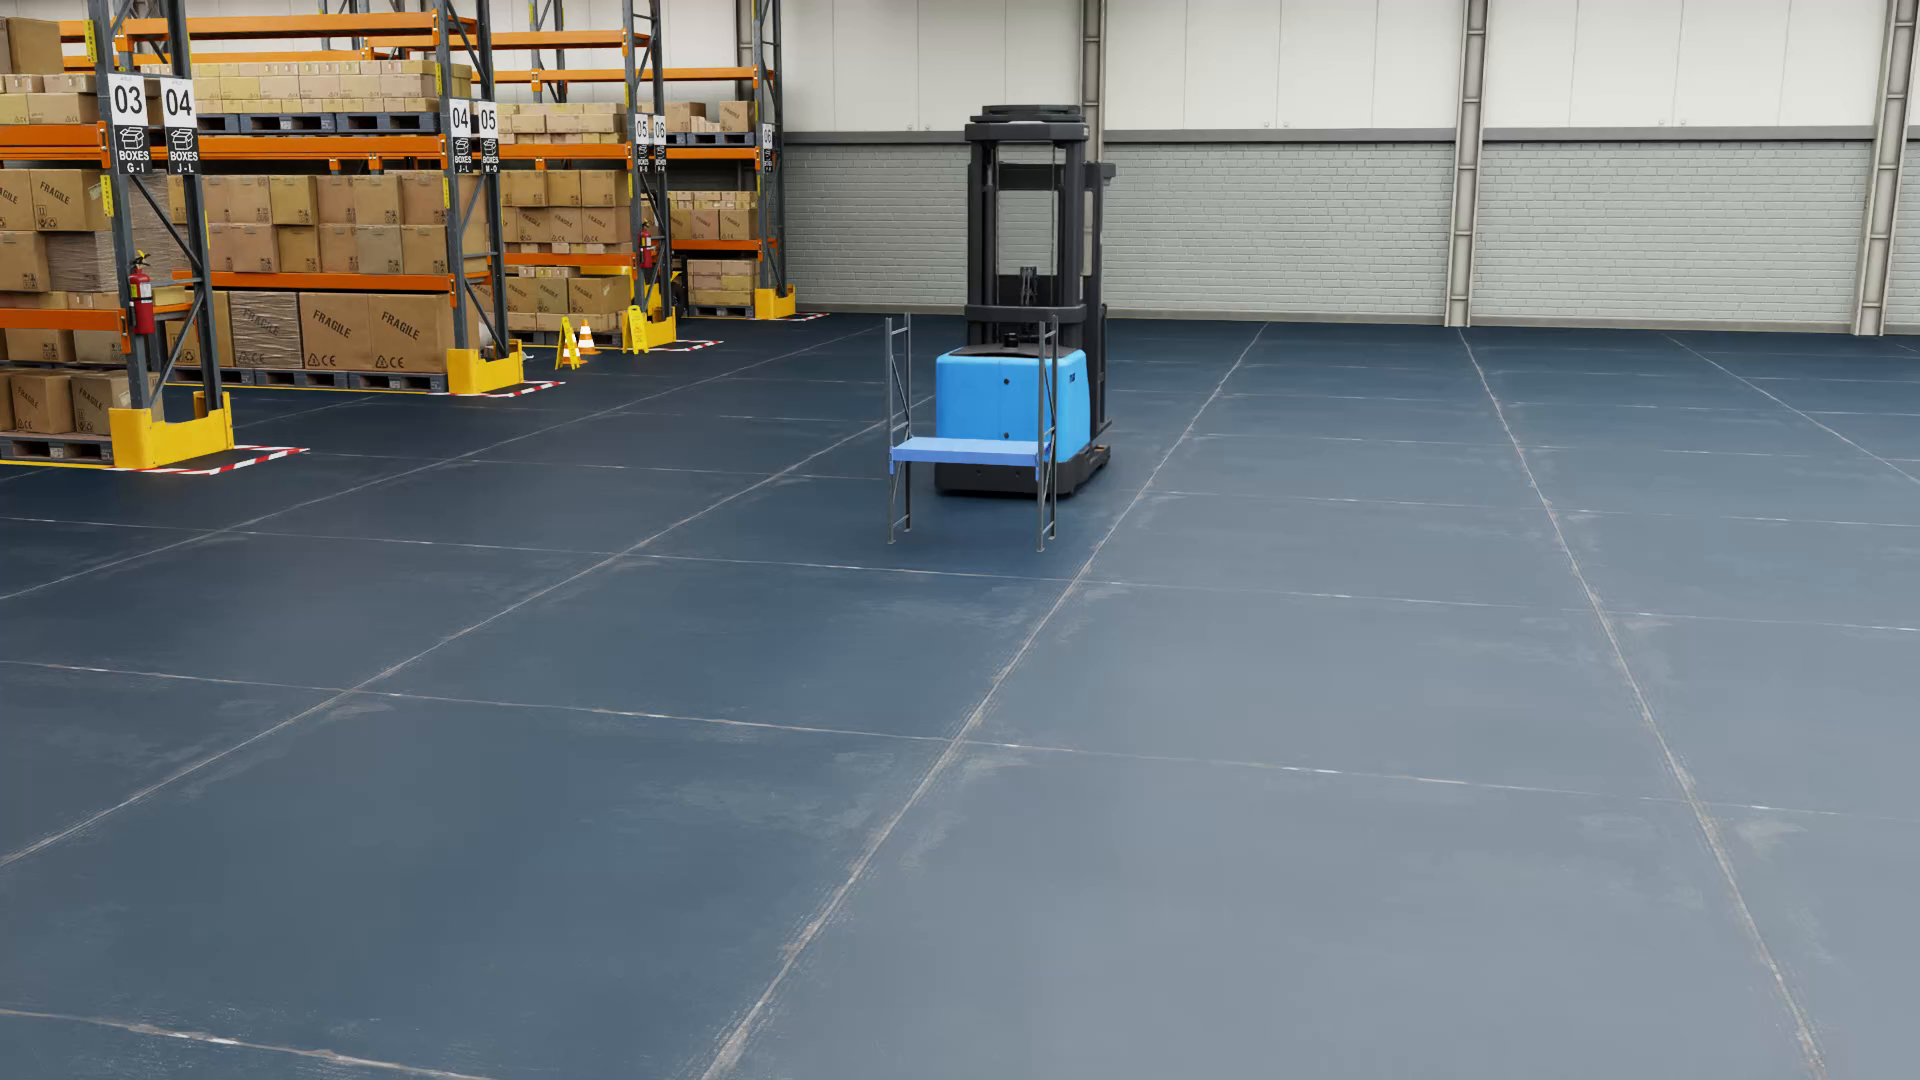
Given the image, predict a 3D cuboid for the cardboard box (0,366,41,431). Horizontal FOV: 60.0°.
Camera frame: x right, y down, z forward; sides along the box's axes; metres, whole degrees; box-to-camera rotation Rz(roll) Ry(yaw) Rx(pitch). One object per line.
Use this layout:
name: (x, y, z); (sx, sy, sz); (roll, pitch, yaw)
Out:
cardboard box: (-8.545, -1.263, 14.800); (0.500, 0.500, 0.500); (4, 13, 19)

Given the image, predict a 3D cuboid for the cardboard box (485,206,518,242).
cardboard box: (-6.427, -4.514, 23.735); (0.500, 0.500, 0.500); (3, 13, 14)

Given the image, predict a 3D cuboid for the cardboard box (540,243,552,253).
cardboard box: (-5.779, -4.175, 23.705); (0.250, 0.149, 0.380); (3, 13, 14)

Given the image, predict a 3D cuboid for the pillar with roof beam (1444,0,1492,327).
pillar with roof beam: (6.968, -6.936, 21.720); (0.400, 9.000, 9.100); (3, 13, 14)

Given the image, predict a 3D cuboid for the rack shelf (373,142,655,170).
rack shelf: (-6.318, -5.483, 23.755); (4.000, 0.370, 1.077); (3, 13, 14)

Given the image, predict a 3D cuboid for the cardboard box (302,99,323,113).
cardboard box: (-7.102, -4.827, 18.519); (0.250, 0.149, 0.380); (3, 13, 14)

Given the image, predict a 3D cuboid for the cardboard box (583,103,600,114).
cardboard box: (-5.017, -5.974, 23.046); (0.250, 0.149, 0.380); (3, 13, 15)

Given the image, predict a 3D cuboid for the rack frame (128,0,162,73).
rack frame: (-14.841, -8.861, 30.397); (0.127, 3.000, 1.000); (3, 13, 14)

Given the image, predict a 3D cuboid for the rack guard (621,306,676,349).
rack guard: (-4.450, -3.049, 23.823); (0.348, 0.500, 1.175); (3, 13, 14)

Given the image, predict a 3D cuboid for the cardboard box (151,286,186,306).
cardboard box: (-6.970, -2.124, 14.461); (0.250, 0.149, 0.380); (3, 13, 14)

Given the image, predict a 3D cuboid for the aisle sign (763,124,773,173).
aisle sign: (-3.197, -6.514, 27.665); (0.004, 0.787, 0.394); (3, 13, 14)

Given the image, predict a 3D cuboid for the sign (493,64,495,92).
sign: (-5.325, -5.266, 18.916); (0.005, 0.325, 0.100); (3, 13, 14)

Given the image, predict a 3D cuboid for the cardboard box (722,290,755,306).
cardboard box: (-3.723, -4.130, 28.303); (0.500, 0.250, 0.500); (3, 13, 14)

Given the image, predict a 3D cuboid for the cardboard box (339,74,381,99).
cardboard box: (-6.492, -5.002, 18.389); (0.500, 0.250, 0.500); (3, 13, 14)

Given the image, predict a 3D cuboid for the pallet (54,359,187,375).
pallet: (-10.115, -2.090, 20.166); (1.213, 0.211, 1.003); (3, 13, 14)

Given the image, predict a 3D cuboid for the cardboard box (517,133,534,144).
cardboard box: (-6.026, -5.639, 23.381); (0.250, 0.149, 0.380); (3, 13, 12)

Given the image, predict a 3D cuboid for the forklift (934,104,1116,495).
forklift: (0.659, -2.046, 13.687); (1.130, 2.935, 3.031); (3, 13, 14)

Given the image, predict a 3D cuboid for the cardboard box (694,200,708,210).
cardboard box: (-4.325, -5.683, 28.194); (0.250, 0.149, 0.380); (3, 13, 13)

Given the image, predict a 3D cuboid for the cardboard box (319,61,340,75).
cardboard box: (-6.857, -5.203, 18.374); (0.250, 0.149, 0.380); (3, 13, 14)

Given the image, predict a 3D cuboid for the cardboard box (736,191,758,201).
cardboard box: (-3.589, -5.795, 28.011); (0.250, 0.149, 0.380); (3, 13, 14)

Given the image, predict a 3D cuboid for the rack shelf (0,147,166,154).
rack shelf: (-11.289, -4.644, 19.975); (4.000, 0.370, 1.077); (3, 13, 14)

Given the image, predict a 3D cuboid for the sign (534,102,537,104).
sign: (-7.195, -7.273, 28.244); (0.005, 0.325, 0.100); (3, 13, 14)

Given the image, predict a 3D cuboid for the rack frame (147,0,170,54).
rack frame: (-12.143, -7.609, 24.756); (0.127, 3.000, 1.000); (3, 13, 14)

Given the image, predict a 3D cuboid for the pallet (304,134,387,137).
pallet: (-8.834, -5.900, 24.411); (1.003, 0.211, 1.213); (3, 13, 14)

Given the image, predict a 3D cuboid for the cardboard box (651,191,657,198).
cardboard box: (-5.080, -5.873, 28.364); (0.250, 0.149, 0.380); (3, 13, 14)

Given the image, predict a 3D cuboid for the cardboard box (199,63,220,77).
cardboard box: (-8.335, -5.282, 18.730); (0.250, 0.149, 0.380); (3, 13, 13)

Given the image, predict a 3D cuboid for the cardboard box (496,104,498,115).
cardboard box: (-6.503, -6.056, 23.418); (0.250, 0.149, 0.380); (3, 13, 15)

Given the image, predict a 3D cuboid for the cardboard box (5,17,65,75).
cardboard box: (-8.127, -4.218, 14.323); (0.500, 0.500, 0.500); (3, 13, 13)

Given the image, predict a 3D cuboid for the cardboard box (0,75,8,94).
cardboard box: (-7.861, -3.754, 13.727); (0.250, 0.149, 0.380); (3, 13, 14)

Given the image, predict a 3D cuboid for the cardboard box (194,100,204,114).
cardboard box: (-8.582, -4.906, 18.875); (0.250, 0.149, 0.380); (3, 13, 13)

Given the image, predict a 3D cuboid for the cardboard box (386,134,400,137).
cardboard box: (-8.013, -5.746, 23.864); (0.250, 0.149, 0.380); (3, 13, 13)

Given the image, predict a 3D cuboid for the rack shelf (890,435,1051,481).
rack shelf: (0.083, -0.552, 11.090); (1.000, 0.185, 0.538); (3, 13, 14)

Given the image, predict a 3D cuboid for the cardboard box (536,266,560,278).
cardboard box: (-5.832, -3.816, 23.660); (0.250, 0.149, 0.380); (3, 13, 14)

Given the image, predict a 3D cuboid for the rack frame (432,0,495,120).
rack frame: (-5.464, -6.148, 18.169); (0.127, 3.000, 1.000); (3, 13, 14)

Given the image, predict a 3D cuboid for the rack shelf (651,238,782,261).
rack shelf: (-5.132, -5.062, 28.786); (4.000, 0.370, 1.077); (3, 13, 14)

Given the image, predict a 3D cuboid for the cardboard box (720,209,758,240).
cardboard box: (-3.731, -5.329, 28.095); (0.500, 0.500, 0.500); (3, 13, 12)

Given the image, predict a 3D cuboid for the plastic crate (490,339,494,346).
plastic crate: (-6.932, -2.794, 23.642); (0.583, 0.080, 0.402); (-1, 13, -6)

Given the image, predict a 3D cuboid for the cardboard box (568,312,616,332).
cardboard box: (-5.249, -3.115, 23.726); (0.500, 0.250, 0.500); (3, 13, 13)

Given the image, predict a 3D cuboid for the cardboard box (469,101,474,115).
cardboard box: (-5.720, -4.900, 18.849); (0.250, 0.149, 0.380); (3, 13, 14)

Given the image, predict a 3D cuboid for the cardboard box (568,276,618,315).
cardboard box: (-5.217, -3.481, 23.646); (0.500, 0.500, 0.500); (3, 13, 14)

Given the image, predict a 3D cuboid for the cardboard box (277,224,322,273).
cardboard box: (-7.413, -3.401, 19.289); (0.500, 0.550, 0.875); (3, 13, 14)

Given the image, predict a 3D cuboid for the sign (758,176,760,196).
sign: (-3.334, -5.877, 27.578); (0.005, 0.325, 0.100); (3, 13, 14)

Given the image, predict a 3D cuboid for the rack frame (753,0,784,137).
rack frame: (-3.191, -8.238, 27.590); (0.127, 3.000, 1.000); (3, 13, 14)

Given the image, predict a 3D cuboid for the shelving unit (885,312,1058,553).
shelving unit: (0.083, -0.728, 11.051); (1.048, 1.500, 0.538); (3, 13, 14)

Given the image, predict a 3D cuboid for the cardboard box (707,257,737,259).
cardboard box: (-4.098, -4.750, 28.789); (0.500, 0.250, 0.500); (3, 13, 14)

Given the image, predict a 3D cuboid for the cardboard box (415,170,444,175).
cardboard box: (-7.394, -5.056, 23.870); (0.500, 0.500, 0.700); (3, 13, 14)

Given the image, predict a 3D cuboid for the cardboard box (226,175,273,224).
cardboard box: (-7.945, -3.940, 19.228); (0.550, 0.550, 0.875); (3, 13, 14)

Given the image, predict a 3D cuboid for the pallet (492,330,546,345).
pallet: (-6.411, -3.022, 24.365); (1.213, 0.211, 1.003); (3, 13, 14)

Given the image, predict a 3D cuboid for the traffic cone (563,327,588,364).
traffic cone: (-5.039, -2.527, 21.555); (0.334, 0.463, 0.336); (3, 13, 14)

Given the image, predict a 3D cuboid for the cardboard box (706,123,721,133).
cardboard box: (-4.068, -6.884, 27.792); (0.250, 0.149, 0.380); (3, 13, 12)

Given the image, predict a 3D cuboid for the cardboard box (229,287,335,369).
cardboard box: (-7.878, -2.501, 19.519); (0.875, 0.875, 0.875); (3, 13, 14)
